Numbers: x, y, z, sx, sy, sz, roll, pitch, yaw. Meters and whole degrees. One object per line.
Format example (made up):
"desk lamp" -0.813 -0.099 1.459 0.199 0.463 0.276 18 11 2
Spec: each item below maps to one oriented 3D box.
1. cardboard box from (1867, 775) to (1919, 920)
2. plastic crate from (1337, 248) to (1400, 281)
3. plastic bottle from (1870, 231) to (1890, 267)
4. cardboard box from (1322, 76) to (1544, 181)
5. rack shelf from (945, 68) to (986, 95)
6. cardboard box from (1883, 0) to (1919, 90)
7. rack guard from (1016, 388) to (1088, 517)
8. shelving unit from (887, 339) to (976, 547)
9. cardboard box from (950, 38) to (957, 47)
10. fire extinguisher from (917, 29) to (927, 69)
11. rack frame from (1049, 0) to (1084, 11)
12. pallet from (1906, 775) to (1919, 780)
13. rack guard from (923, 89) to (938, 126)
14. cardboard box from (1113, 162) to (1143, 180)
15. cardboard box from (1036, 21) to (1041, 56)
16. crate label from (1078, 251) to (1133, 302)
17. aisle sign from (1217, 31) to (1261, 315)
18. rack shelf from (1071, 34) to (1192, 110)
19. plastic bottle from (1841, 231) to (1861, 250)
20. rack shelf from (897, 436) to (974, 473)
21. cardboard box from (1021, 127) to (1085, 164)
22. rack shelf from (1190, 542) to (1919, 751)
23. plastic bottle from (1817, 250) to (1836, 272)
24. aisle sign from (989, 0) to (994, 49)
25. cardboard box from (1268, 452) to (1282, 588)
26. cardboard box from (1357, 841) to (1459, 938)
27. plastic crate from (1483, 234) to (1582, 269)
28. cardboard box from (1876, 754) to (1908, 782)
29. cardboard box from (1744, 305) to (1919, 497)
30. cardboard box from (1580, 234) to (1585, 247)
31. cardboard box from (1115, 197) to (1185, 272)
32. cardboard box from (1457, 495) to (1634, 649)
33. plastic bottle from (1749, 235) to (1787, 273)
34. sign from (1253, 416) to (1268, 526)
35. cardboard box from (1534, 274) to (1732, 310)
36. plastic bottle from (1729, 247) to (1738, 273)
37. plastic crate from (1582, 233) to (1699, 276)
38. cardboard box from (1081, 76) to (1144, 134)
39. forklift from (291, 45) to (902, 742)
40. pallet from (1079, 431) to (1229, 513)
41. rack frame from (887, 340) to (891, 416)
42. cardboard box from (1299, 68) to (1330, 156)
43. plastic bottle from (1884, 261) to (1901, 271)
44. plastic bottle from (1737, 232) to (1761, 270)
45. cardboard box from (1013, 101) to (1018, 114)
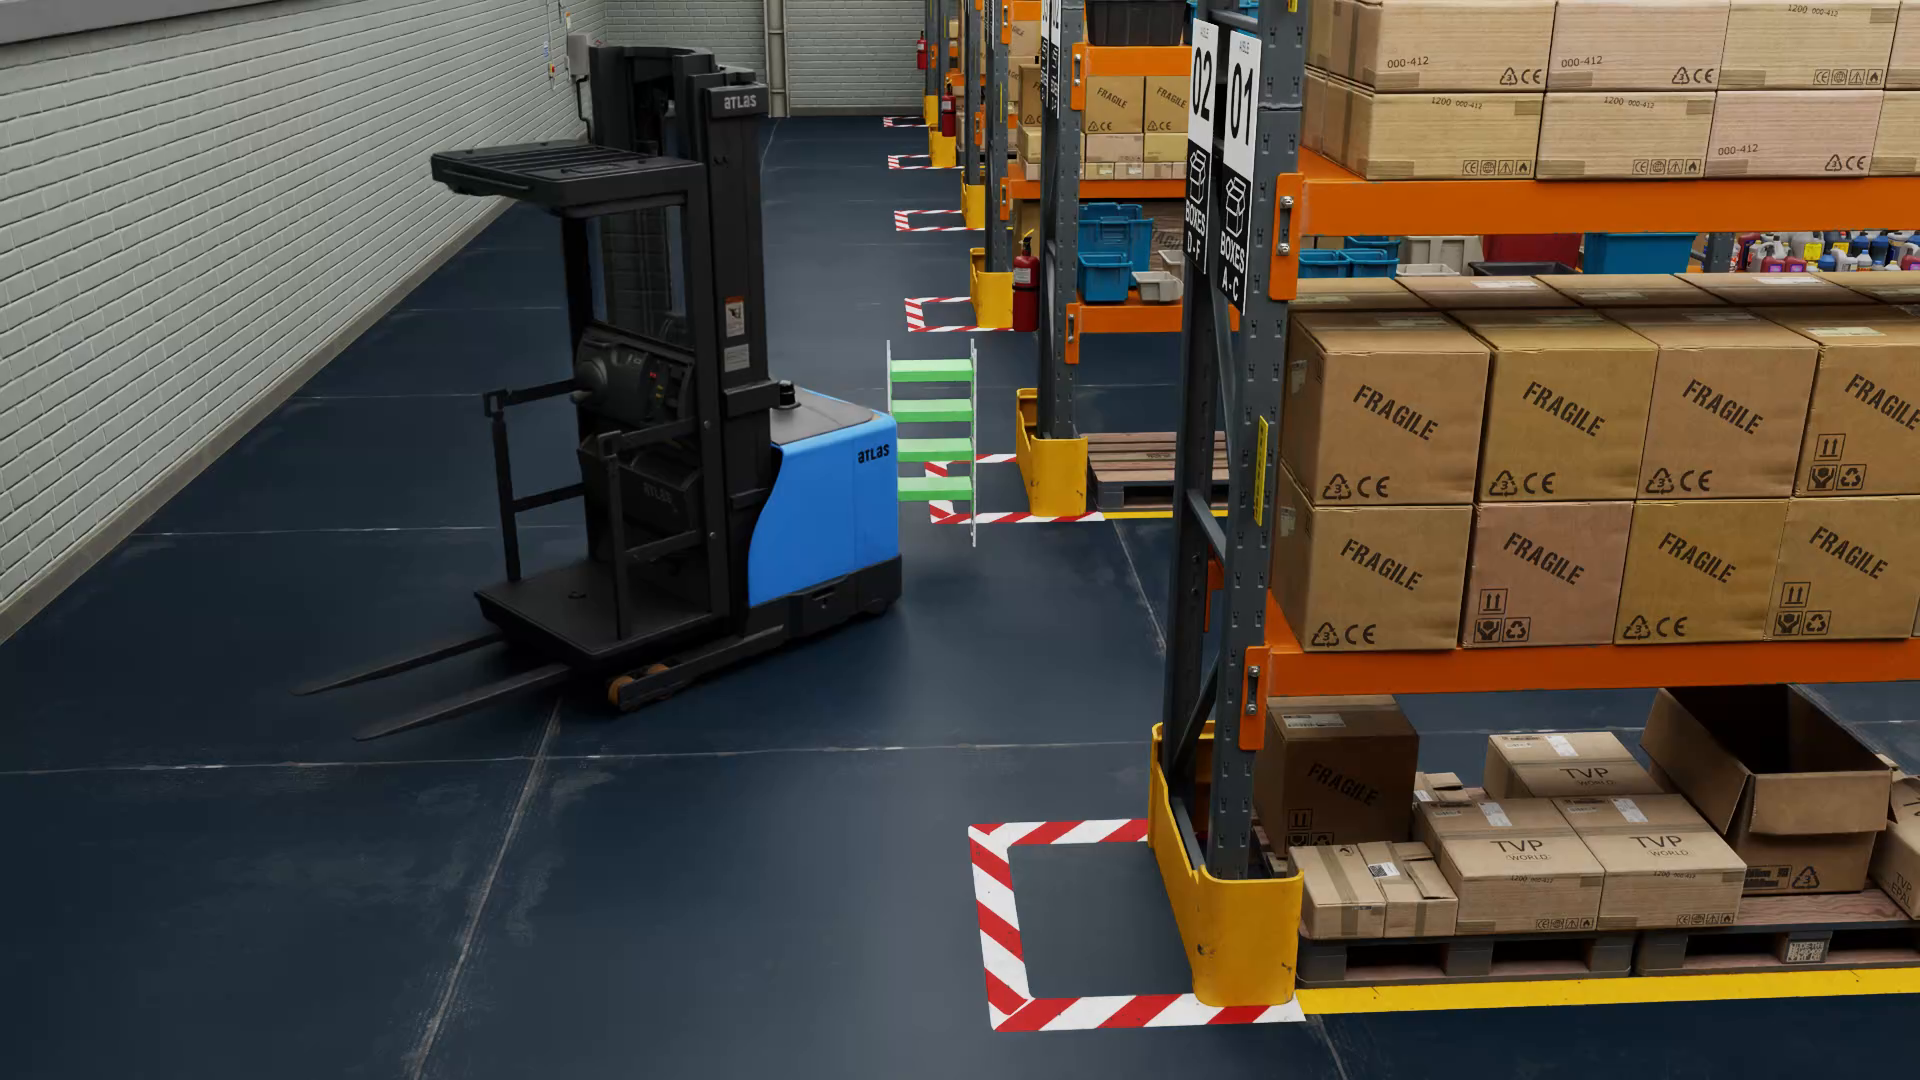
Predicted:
"cardboard box" 3.579 1.098 6.025 0.500 0.311 0.500 -1 21 -3
"plastic crate" 2.487 -1.629 10.180 0.300 0.233 0.416 -1 21 -3
"plastic bottle" 6.005 -1.879 10.865 0.097 0.271 0.097 0 21 0
"cardboard box" 1.414 -1.251 5.029 0.500 0.250 0.500 -1 21 -3
"rack shelf" 1.756 -6.743 24.471 4.000 0.370 1.077 -1 21 -3
"cardboard box" 2.912 -1.511 5.010 0.500 0.250 0.500 -1 21 -3
"rack guard" 0.585 -0.585 10.800 0.348 0.500 1.175 -1 21 -3
"shelving unit" -0.165 -0.557 9.742 0.503 1.200 0.258 -1 21 -3
"cardboard box" -0.184 -8.594 28.673 0.250 0.149 0.380 -1 21 -3
"fire extinguisher" -0.648 -8.424 28.508 0.183 0.674 0.296 -1 21 -3
"rack frame" 0.608 -4.562 9.301 0.127 3.000 1.000 -1 21 -3
"pallet" 4.195 1.237 6.420 1.213 0.211 1.003 -1 21 -3
"rack guard" -0.452 -7.635 29.316 0.348 0.500 1.175 -1 21 -3
"cardboard box" 1.470 -3.308 14.789 0.250 0.149 0.380 -1 21 -4
"cardboard box" 1.110 -5.863 19.183 0.500 0.500 0.500 -1 21 -1
"crate label" 0.873 -1.597 10.093 0.303 0.233 0.416 -1 21 -3
"aisle sign" 0.836 -1.108 5.006 0.004 0.787 0.394 -1 21 -3
"rack shelf" 2.605 -2.865 10.069 4.000 0.370 1.077 -1 21 -3
"plastic bottle" 5.845 -1.923 10.973 0.135 0.276 0.152 -1 21 -3
"rack shelf" -0.165 -0.498 9.765 0.480 0.148 0.258 -1 21 -3
"cardboard box" 0.820 -3.501 14.737 0.500 0.250 0.500 -2 21 -4
"rack shelf" 2.884 0.296 5.981 4.000 0.370 1.077 -1 21 -3
"plastic bottle" 5.336 -1.649 10.261 0.097 0.271 0.097 0 21 0
"aisle sign" 0.270 -4.625 14.243 0.004 0.787 0.394 -1 21 -3
"cardboard box" 1.318 -0.152 6.006 0.500 0.500 0.500 -1 21 -1
"cardboard box" 1.574 1.228 5.887 0.250 0.166 0.380 -1 21 -3
"plastic crate" 3.696 -1.969 10.746 0.583 0.464 0.402 -1 21 -3
"cardboard box" 3.586 0.991 6.510 0.250 0.166 0.380 -1 21 -3
"cardboard box" 2.873 -0.461 5.413 0.500 0.500 0.500 -1 21 -4
"cardboard box" 5.848 -2.841 15.607 0.875 0.875 1.225 -2 21 -5
"cardboard box" 1.868 -2.781 15.450 0.875 0.875 0.875 -1 21 -3
"cardboard box" 1.860 0.026 5.539 0.500 0.500 0.500 -1 21 -4
"plastic bottle" 5.012 -1.710 10.309 0.185 0.351 0.144 -1 21 -3
"sign" 0.918 -0.211 5.086 0.005 0.325 0.100 -1 21 -3
"cardboard box" 2.337 -0.643 5.891 0.500 0.500 0.500 -1 21 -2
"plastic bottle" 5.002 -1.826 10.824 0.097 0.201 0.097 0 21 0
"plastic crate" 4.155 -1.730 10.231 0.575 0.384 0.392 -1 21 -3
"cardboard box" 1.319 -3.862 14.630 0.500 0.500 0.500 -2 21 -4
"forklift" -1.718 -0.766 7.858 3.031 2.935 1.130 -19 28 -41
"pallet" 1.433 -0.459 10.872 1.213 0.211 1.003 -1 21 -3
"rack frame" -0.409 -0.552 9.729 0.015 1.200 0.240 -1 21 -3
"cardboard box" 1.385 -1.435 5.513 0.500 0.250 0.500 -1 21 -3
"plastic bottle" 5.762 -1.625 10.297 0.097 0.201 0.097 0 21 0
"plastic bottle" 5.205 -1.929 10.980 0.133 0.283 0.061 -1 21 -3
"cardboard box" 0.737 -5.075 19.431 0.250 0.149 0.380 0 21 -1
